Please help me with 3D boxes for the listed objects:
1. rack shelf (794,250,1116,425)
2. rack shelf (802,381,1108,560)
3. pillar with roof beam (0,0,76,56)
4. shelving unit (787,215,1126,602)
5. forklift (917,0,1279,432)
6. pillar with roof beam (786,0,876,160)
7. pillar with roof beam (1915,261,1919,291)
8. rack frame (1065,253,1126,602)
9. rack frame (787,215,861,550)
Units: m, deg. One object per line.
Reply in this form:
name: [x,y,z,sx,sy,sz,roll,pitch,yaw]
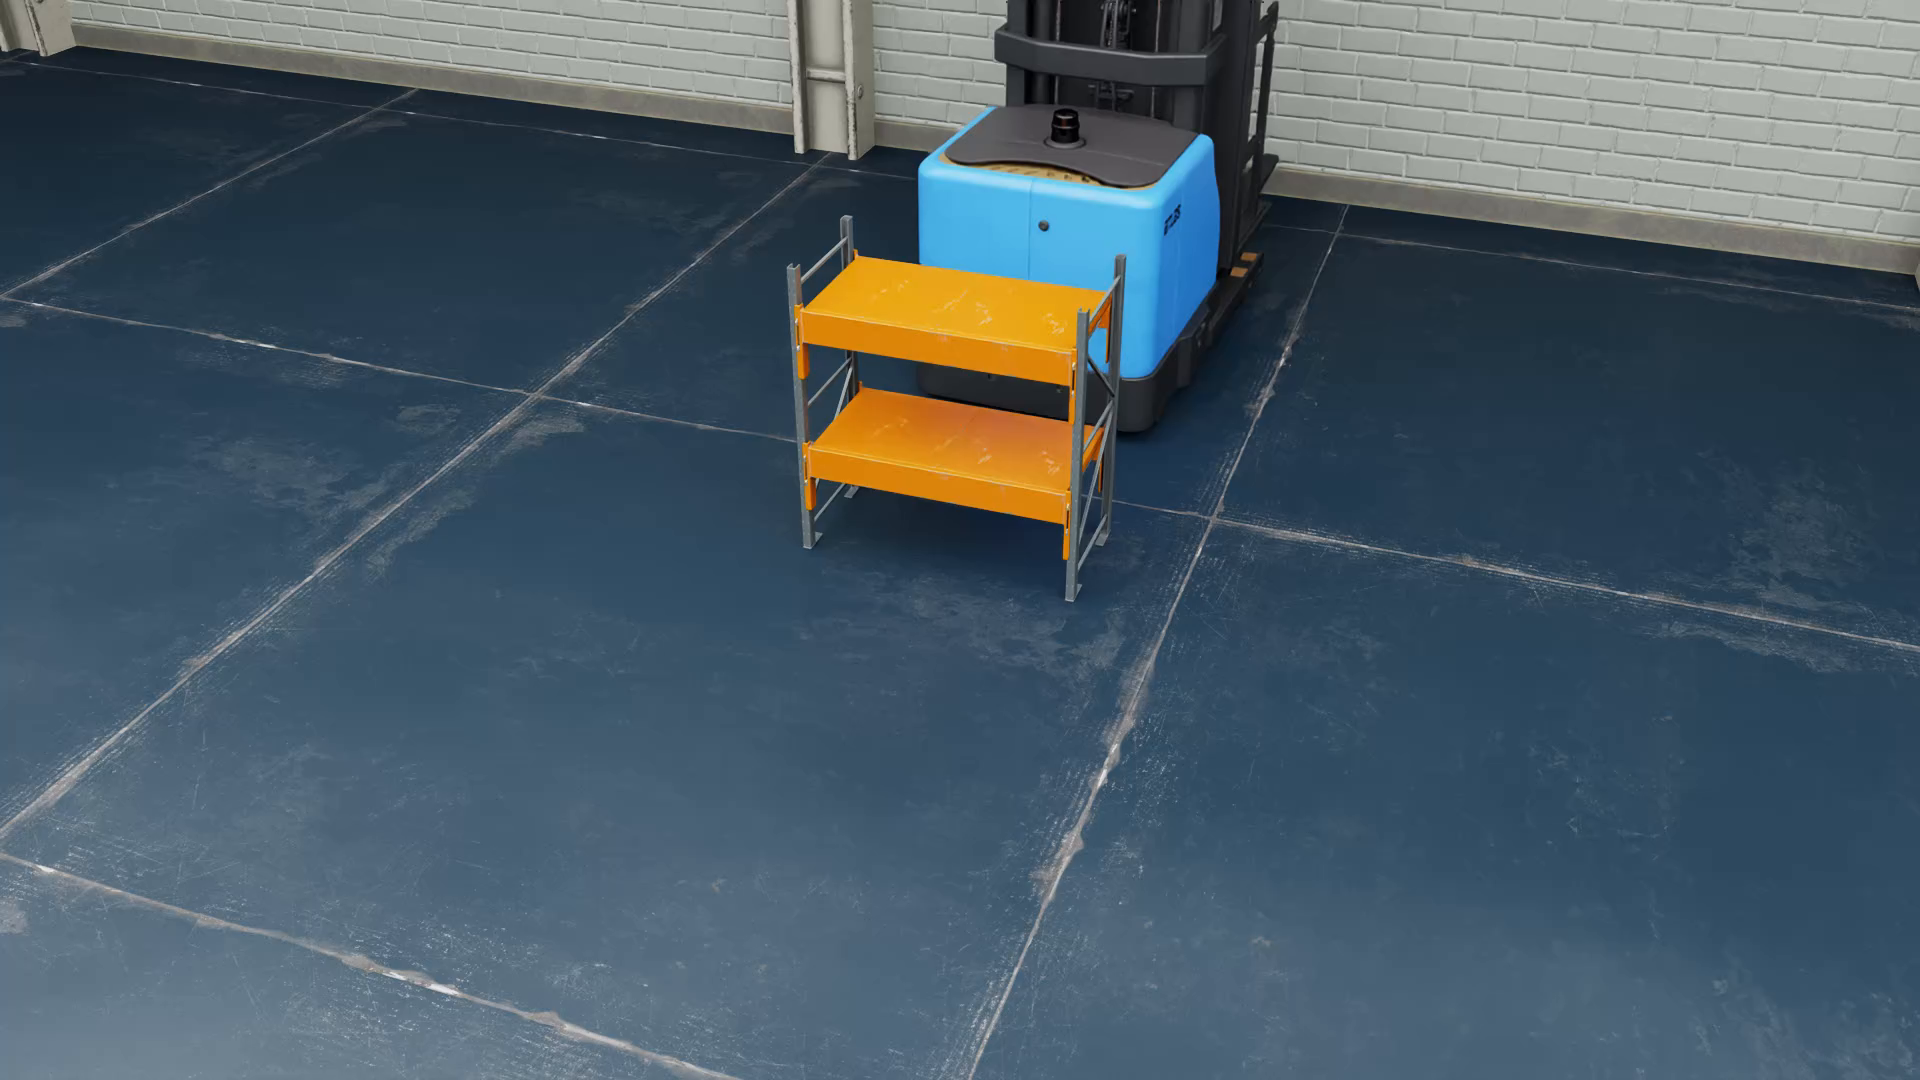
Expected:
rack shelf: [-0.006,-0.720,5.788,1.000,0.278,0.538,11,34,16]
rack shelf: [-0.006,-0.268,6.079,1.000,0.278,0.538,11,34,16]
pillar with roof beam: [-7.836,-5.004,5.703,0.400,9.000,9.100,11,34,16]
shelving unit: [-0.006,-0.474,5.947,1.048,1.125,0.538,11,34,16]
forklift: [0.850,-2.462,7.361,1.130,2.935,3.031,13,35,19]
pillar with roof beam: [-2.188,-3.906,4.003,0.400,9.000,9.100,11,34,16]
pillar with roof beam: [3.460,-2.808,2.302,0.400,9.000,9.100,11,34,16]
rack frame: [0.472,-0.381,5.803,0.032,1.125,0.500,11,34,16]
rack frame: [-0.485,-0.567,6.091,0.032,1.125,0.500,11,34,16]
